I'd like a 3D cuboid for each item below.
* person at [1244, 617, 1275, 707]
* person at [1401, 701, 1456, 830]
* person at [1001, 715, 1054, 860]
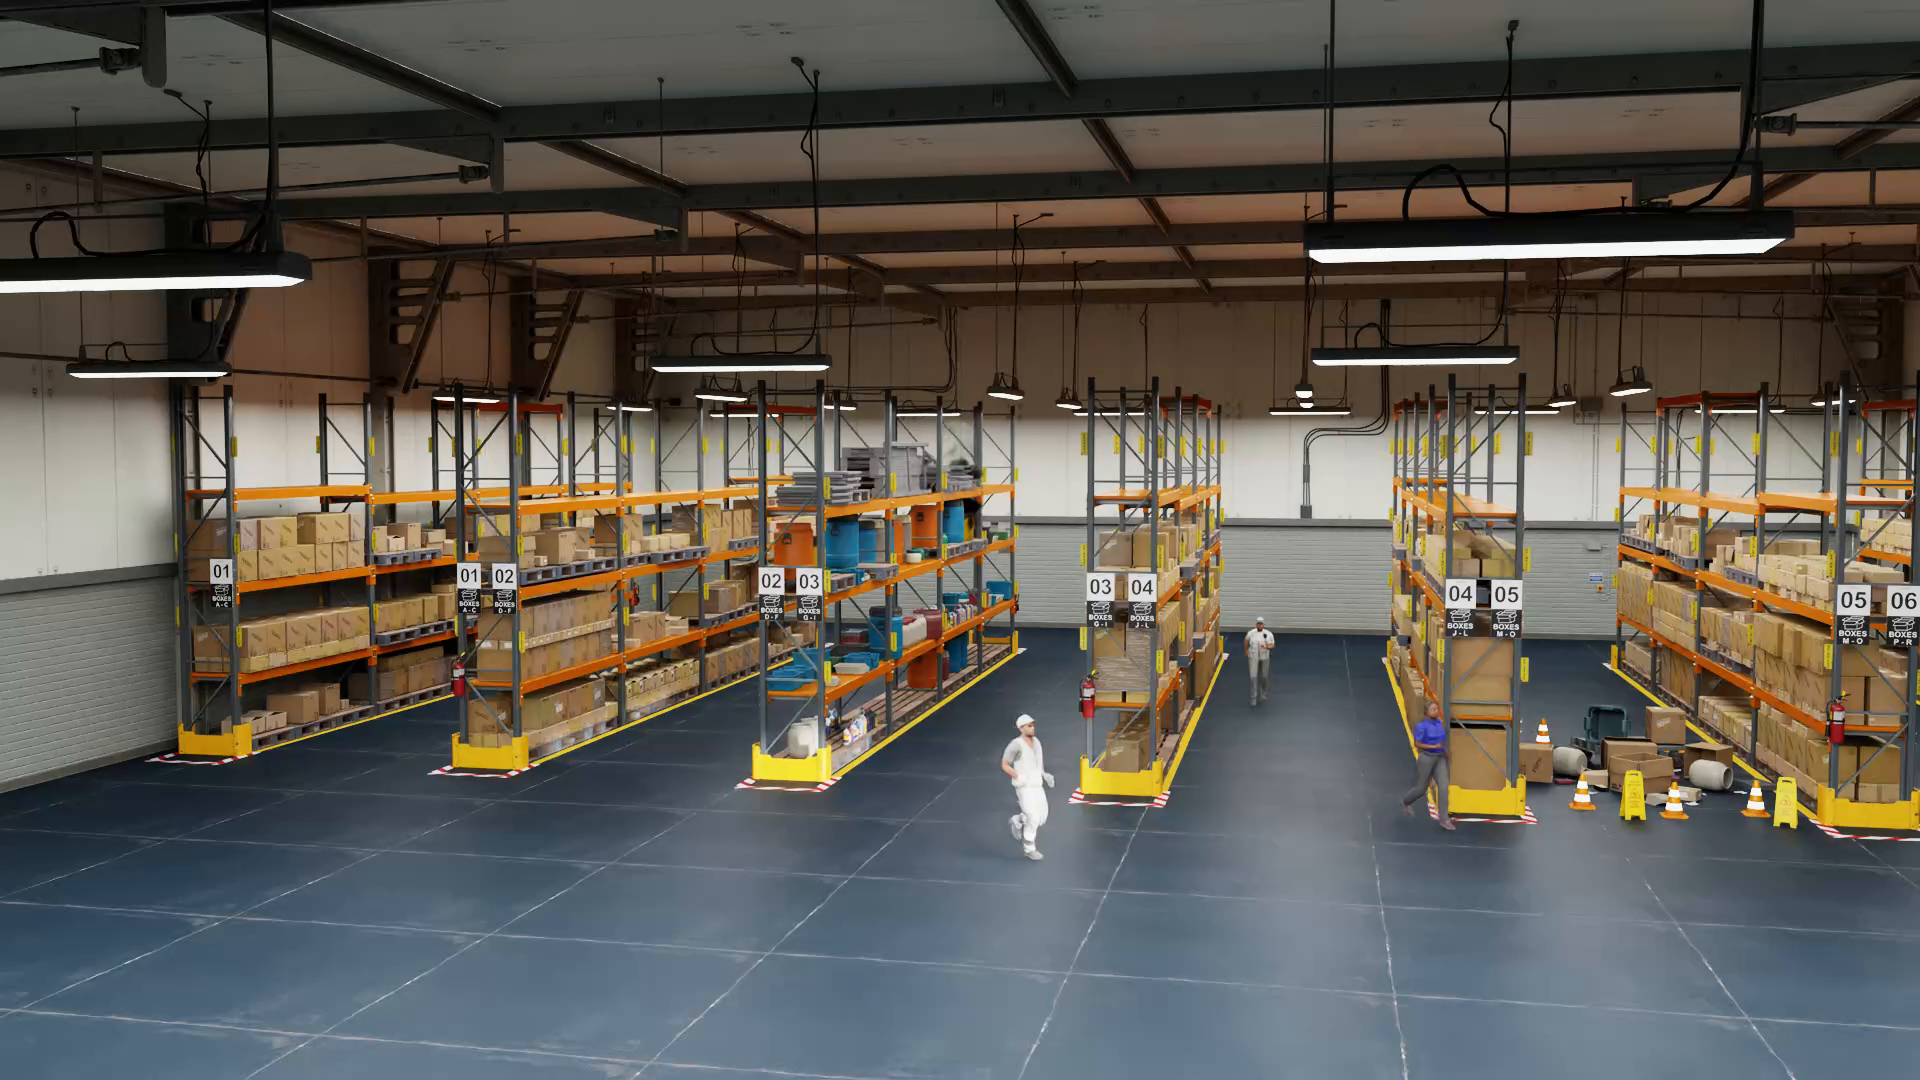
[{"bbox_3d":[5.832,2.358,32.403,0.582,1.726,0.775,0,3,9],"label":"person"},{"bbox_3d":[6.205,2.935,21.912,0.581,1.635,0.929,-1,3,-22],"label":"person"},{"bbox_3d":[0.778,3.000,20.321,0.615,1.745,0.656,3,4,45],"label":"person"}]
